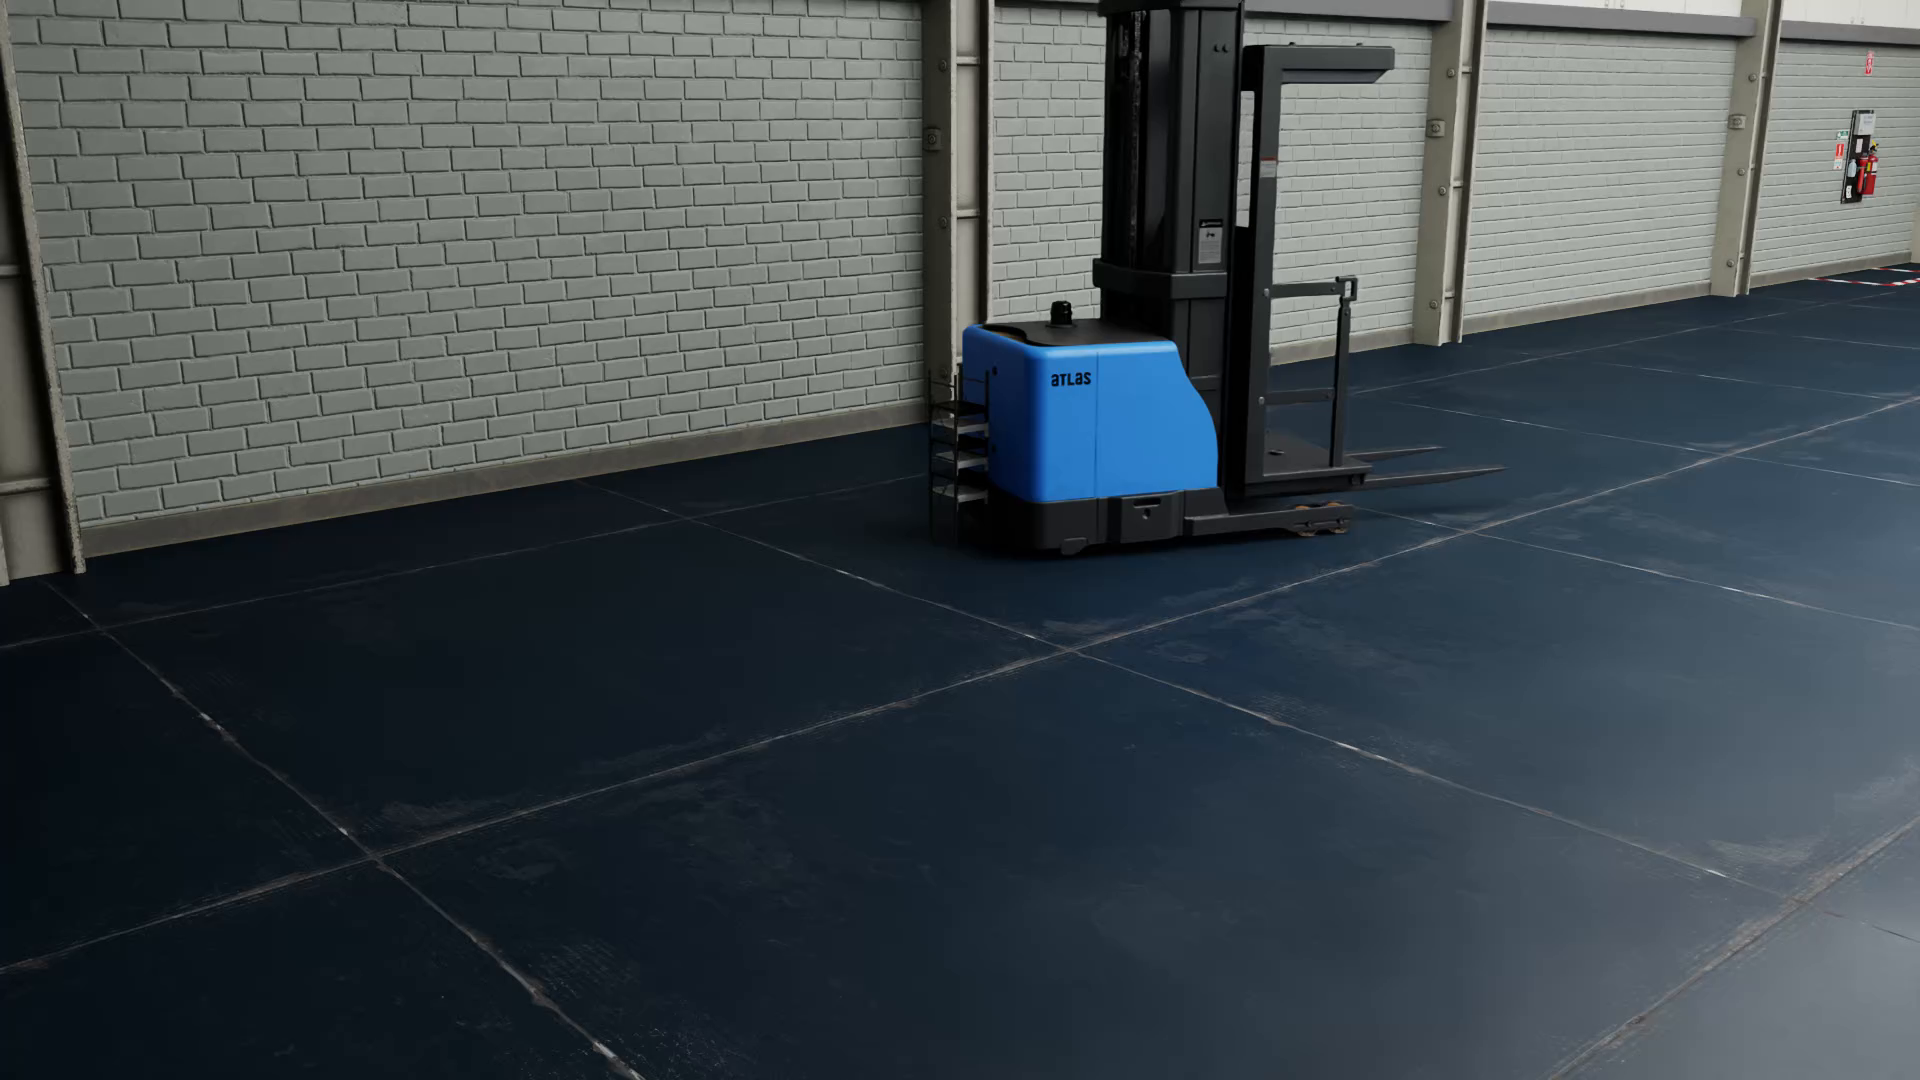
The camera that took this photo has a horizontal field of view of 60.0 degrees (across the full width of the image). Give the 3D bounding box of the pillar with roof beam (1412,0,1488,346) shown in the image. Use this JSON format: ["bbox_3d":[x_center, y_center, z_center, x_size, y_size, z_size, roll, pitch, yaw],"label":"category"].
[{"bbox_3d":[7.338,-5.383,11.464,0.400,9.000,9.100,-13,19,-39],"label":"pillar with roof beam"}]

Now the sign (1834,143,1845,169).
[{"bbox_3d":[11.191,-4.888,21.167,0.234,0.329,0.001,-13,19,-39],"label":"sign"}]

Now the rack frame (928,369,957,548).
[{"bbox_3d":[-0.089,-0.420,8.577,0.006,0.900,0.240,-11,19,-36],"label":"rack frame"}]

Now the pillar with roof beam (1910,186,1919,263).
[{"bbox_3d":[16.391,-7.416,19.075,0.400,9.000,9.100,-13,19,-39],"label":"pillar with roof beam"}]

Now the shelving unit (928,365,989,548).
[{"bbox_3d":[-0.008,-0.436,8.637,0.210,0.900,0.258,-11,19,-36],"label":"shelving unit"}]

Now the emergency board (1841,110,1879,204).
[{"bbox_3d":[11.676,-4.944,21.447,0.643,1.169,0.194,-13,19,-39],"label":"emergency board"}]

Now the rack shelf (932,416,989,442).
[{"bbox_3d":[-0.009,-0.577,8.599,0.200,0.077,0.258,-11,19,-36],"label":"rack shelf"}]

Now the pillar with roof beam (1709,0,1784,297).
[{"bbox_3d":[11.865,-6.399,15.269,0.400,9.000,9.100,-13,19,-39],"label":"pillar with roof beam"}]

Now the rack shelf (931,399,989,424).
[{"bbox_3d":[-0.009,-0.664,8.576,0.200,0.077,0.258,-11,19,-36],"label":"rack shelf"}]

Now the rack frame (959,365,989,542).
[{"bbox_3d":[0.072,-0.452,8.697,0.006,0.900,0.240,-11,19,-36],"label":"rack frame"}]

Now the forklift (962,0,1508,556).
[{"bbox_3d":[1.569,-1.553,8.883,3.031,2.935,1.130,-5,16,-20],"label":"forklift"}]

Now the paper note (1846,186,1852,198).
[{"bbox_3d":[11.497,-4.502,21.499,0.142,0.148,0.016,-13,19,-39],"label":"paper note"}]

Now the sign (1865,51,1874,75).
[{"bbox_3d":[11.604,-6.082,21.215,0.199,0.298,0.001,-13,19,-39],"label":"sign"}]

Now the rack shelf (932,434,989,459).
[{"bbox_3d":[-0.008,-0.490,8.622,0.200,0.077,0.258,-11,19,-36],"label":"rack shelf"}]

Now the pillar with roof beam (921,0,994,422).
[{"bbox_3d":[2.812,-4.366,7.659,0.400,9.000,9.100,-13,19,-39],"label":"pillar with roof beam"}]

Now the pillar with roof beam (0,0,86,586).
[{"bbox_3d":[-1.714,-3.350,3.854,0.400,9.000,9.100,-13,19,-39],"label":"pillar with roof beam"}]

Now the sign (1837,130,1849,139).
[{"bbox_3d":[11.200,-5.143,21.095,0.331,0.109,0.001,-13,19,-39],"label":"sign"}]

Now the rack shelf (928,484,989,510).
[{"bbox_3d":[-0.008,-0.230,8.692,0.200,0.077,0.258,-11,19,-36],"label":"rack shelf"}]

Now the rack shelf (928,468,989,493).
[{"bbox_3d":[-0.008,-0.317,8.668,0.200,0.077,0.258,-11,19,-36],"label":"rack shelf"}]

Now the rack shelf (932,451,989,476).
[{"bbox_3d":[-0.008,-0.403,8.645,0.200,0.077,0.258,-11,19,-36],"label":"rack shelf"}]
